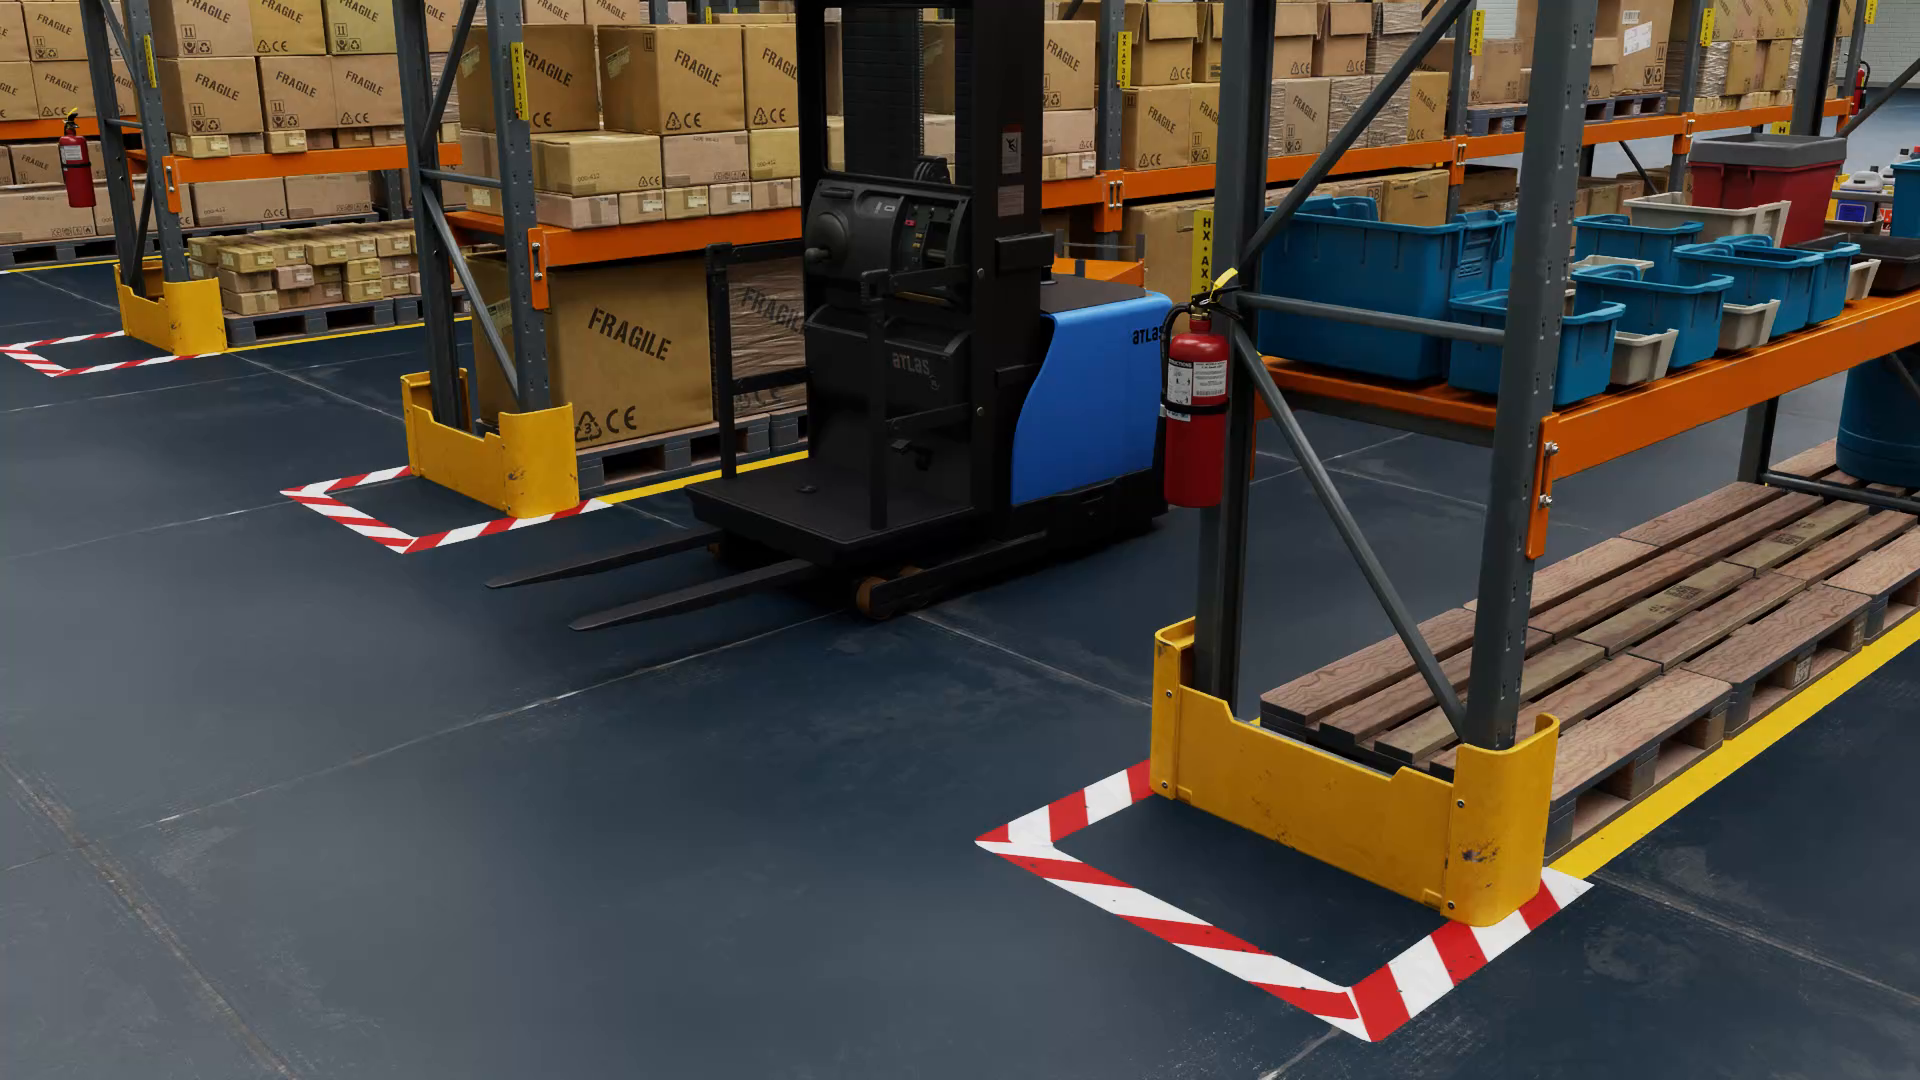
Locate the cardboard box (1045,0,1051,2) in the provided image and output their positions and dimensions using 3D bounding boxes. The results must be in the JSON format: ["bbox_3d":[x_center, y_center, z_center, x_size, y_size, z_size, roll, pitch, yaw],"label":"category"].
[{"bbox_3d":[0.839,-7.366,23.073,0.500,0.500,0.700,-17,25,-42],"label":"cardboard box"}]

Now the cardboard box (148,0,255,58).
[{"bbox_3d":[-5.136,-3.522,11.219,0.500,0.500,0.500,-16,24,-41],"label":"cardboard box"}]

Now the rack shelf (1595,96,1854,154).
[{"bbox_3d":[7.863,-4.313,17.091,4.000,0.370,1.077,-16,24,-41],"label":"rack shelf"}]

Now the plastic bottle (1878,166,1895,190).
[{"bbox_3d":[4.329,-1.601,7.760,0.135,0.276,0.152,-16,24,-41],"label":"plastic bottle"}]

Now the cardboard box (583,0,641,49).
[{"bbox_3d":[-2.894,-4.174,13.230,0.500,0.500,0.500,17,24,42],"label":"cardboard box"}]

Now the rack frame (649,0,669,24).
[{"bbox_3d":[-2.738,-3.670,13.939,0.127,3.000,1.000,-16,24,-41],"label":"rack frame"}]

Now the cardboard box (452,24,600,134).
[{"bbox_3d":[-2.137,-2.278,8.192,0.500,0.500,0.500,-16,24,-40],"label":"cardboard box"}]

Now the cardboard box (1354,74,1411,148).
[{"bbox_3d":[2.948,-3.167,12.228,0.500,0.500,0.500,-17,24,-41],"label":"cardboard box"}]

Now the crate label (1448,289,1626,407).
[{"bbox_3d":[1.498,-0.507,4.358,0.303,0.233,0.416,-16,24,-41],"label":"crate label"}]

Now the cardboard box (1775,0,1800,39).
[{"bbox_3d":[7.993,-5.255,16.565,0.500,0.500,0.500,-16,24,-41],"label":"cardboard box"}]

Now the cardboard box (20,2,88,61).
[{"bbox_3d":[-8.204,-4.582,14.970,0.500,0.500,0.500,-17,25,-42],"label":"cardboard box"}]

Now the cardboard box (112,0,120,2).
[{"bbox_3d":[-7.718,-5.026,15.289,0.250,0.149,0.380,-16,24,-40],"label":"cardboard box"}]

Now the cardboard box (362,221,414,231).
[{"bbox_3d":[-4.455,-2.382,12.946,0.380,0.149,0.250,17,25,42],"label":"cardboard box"}]

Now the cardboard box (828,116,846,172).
[{"bbox_3d":[-0.660,-2.129,8.950,0.500,0.250,0.500,-17,24,-42],"label":"cardboard box"}]

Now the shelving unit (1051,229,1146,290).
[{"bbox_3d":[0.561,-0.984,8.697,0.538,1.125,1.048,7,19,21],"label":"shelving unit"}]

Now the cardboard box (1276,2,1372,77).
[{"bbox_3d":[2.485,-3.620,11.998,0.637,0.503,0.797,-16,24,-40],"label":"cardboard box"}]

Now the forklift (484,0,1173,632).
[{"bbox_3d":[-0.460,-1.261,6.623,3.031,2.935,1.130,-16,24,-41],"label":"forklift"}]

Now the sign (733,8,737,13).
[{"bbox_3d":[-3.432,-7.958,25.416,0.005,0.325,0.100,-16,24,-41],"label":"sign"}]

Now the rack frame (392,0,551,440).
[{"bbox_3d":[-2.310,-1.689,7.831,0.127,3.000,1.000,-16,24,-41],"label":"rack frame"}]

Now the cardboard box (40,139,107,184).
[{"bbox_3d":[-10.620,-4.533,19.974,0.700,0.500,0.500,17,24,42],"label":"cardboard box"}]

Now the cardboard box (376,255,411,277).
[{"bbox_3d":[-4.344,-2.085,12.512,0.380,0.149,0.250,16,24,41],"label":"cardboard box"}]

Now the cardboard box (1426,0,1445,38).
[{"bbox_3d":[5.685,-6.727,21.376,0.550,0.550,0.875,-16,24,-41],"label":"cardboard box"}]

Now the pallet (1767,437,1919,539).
[{"bbox_3d":[4.589,-0.254,7.927,1.213,0.211,1.003,-16,24,-41],"label":"pallet"}]

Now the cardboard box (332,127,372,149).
[{"bbox_3d":[-4.487,-2.944,12.107,0.250,0.149,0.380,-17,24,-41],"label":"cardboard box"}]

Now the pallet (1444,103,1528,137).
[{"bbox_3d":[3.947,-3.468,13.628,1.003,0.211,1.213,-16,24,-41],"label":"pallet"}]

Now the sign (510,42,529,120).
[{"bbox_3d":[-1.933,-2.013,7.297,0.005,0.325,0.100,-16,24,-41],"label":"sign"}]

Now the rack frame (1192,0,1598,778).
[{"bbox_3d":[1.093,-0.579,4.407,0.127,3.000,1.000,-16,24,-41],"label":"rack frame"}]

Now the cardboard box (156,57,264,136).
[{"bbox_3d":[-5.128,-3.044,11.366,0.500,0.500,0.500,-15,23,-38],"label":"cardboard box"}]

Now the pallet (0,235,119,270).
[{"bbox_3d":[-8.591,-2.770,15.687,1.213,0.211,1.003,-16,24,-41],"label":"pallet"}]

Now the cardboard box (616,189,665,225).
[{"bbox_3d":[-1.640,-1.625,8.042,0.250,0.149,0.380,-17,24,-42],"label":"cardboard box"}]

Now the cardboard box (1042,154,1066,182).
[{"bbox_3d":[0.413,-2.224,9.889,0.250,0.149,0.380,-16,24,-40],"label":"cardboard box"}]

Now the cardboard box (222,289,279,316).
[{"bbox_3d":[-5.044,-1.705,11.821,0.250,0.149,0.380,-16,24,-40],"label":"cardboard box"}]

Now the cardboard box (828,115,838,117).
[{"bbox_3d":[-1.026,-2.248,9.315,0.500,0.250,0.500,-16,24,-41],"label":"cardboard box"}]

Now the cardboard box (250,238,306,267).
[{"bbox_3d":[-4.913,-2.069,11.979,0.250,0.149,0.380,-16,24,-40],"label":"cardboard box"}]

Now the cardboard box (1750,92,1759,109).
[{"bbox_3d":[7.664,-4.361,16.479,0.250,0.149,0.380,-16,24,-41],"label":"cardboard box"}]

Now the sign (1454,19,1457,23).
[{"bbox_3d":[6.344,-6.751,21.183,0.005,0.325,0.100,-16,24,-41],"label":"sign"}]

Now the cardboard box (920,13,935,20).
[{"bbox_3d":[-0.577,-6.692,21.936,0.500,0.500,0.500,-17,24,-42],"label":"cardboard box"}]

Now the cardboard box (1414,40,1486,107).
[{"bbox_3d":[3.868,-3.755,13.359,0.500,0.500,0.500,14,23,37],"label":"cardboard box"}]

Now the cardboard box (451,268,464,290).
[{"bbox_3d":[-3.929,-2.036,12.841,0.250,0.149,0.380,-16,24,-41],"label":"cardboard box"}]

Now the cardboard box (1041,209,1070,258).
[{"bbox_3d":[0.062,-1.604,10.332,0.875,0.875,0.875,-16,24,-41],"label":"cardboard box"}]

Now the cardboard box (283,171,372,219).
[{"bbox_3d":[-6.742,-3.629,17.289,0.875,0.438,0.875,-17,24,-42],"label":"cardboard box"}]

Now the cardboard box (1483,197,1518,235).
[{"bbox_3d":[4.370,-2.671,14.200,0.700,0.500,0.500,15,24,39],"label":"cardboard box"}]

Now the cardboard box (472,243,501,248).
[{"bbox_3d":[-3.715,-2.370,12.907,0.380,0.149,0.250,17,24,42],"label":"cardboard box"}]

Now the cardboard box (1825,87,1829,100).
[{"bbox_3d":[9.068,-4.800,17.834,0.250,0.149,0.380,-16,24,-41],"label":"cardboard box"}]

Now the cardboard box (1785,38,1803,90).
[{"bbox_3d":[8.223,-4.929,17.179,0.500,0.500,0.875,-16,24,-41],"label":"cardboard box"}]

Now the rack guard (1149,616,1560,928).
[{"bbox_3d":[1.084,0.618,4.768,0.348,0.500,1.175,-16,24,-41],"label":"rack guard"}]

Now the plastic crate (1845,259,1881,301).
[{"bbox_3d":[2.941,-0.893,5.707,0.466,0.136,0.293,-16,24,-41],"label":"plastic crate"}]

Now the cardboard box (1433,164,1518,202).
[{"bbox_3d":[4.348,-3.025,14.073,0.500,0.250,0.500,-13,22,-35],"label":"cardboard box"}]

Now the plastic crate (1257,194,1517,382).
[{"bbox_3d":[1.208,-0.737,4.740,0.499,0.435,0.616,-16,24,-41],"label":"plastic crate"}]

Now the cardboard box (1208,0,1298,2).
[{"bbox_3d":[3.367,-6.020,19.195,0.550,0.550,0.875,-16,24,-41],"label":"cardboard box"}]
